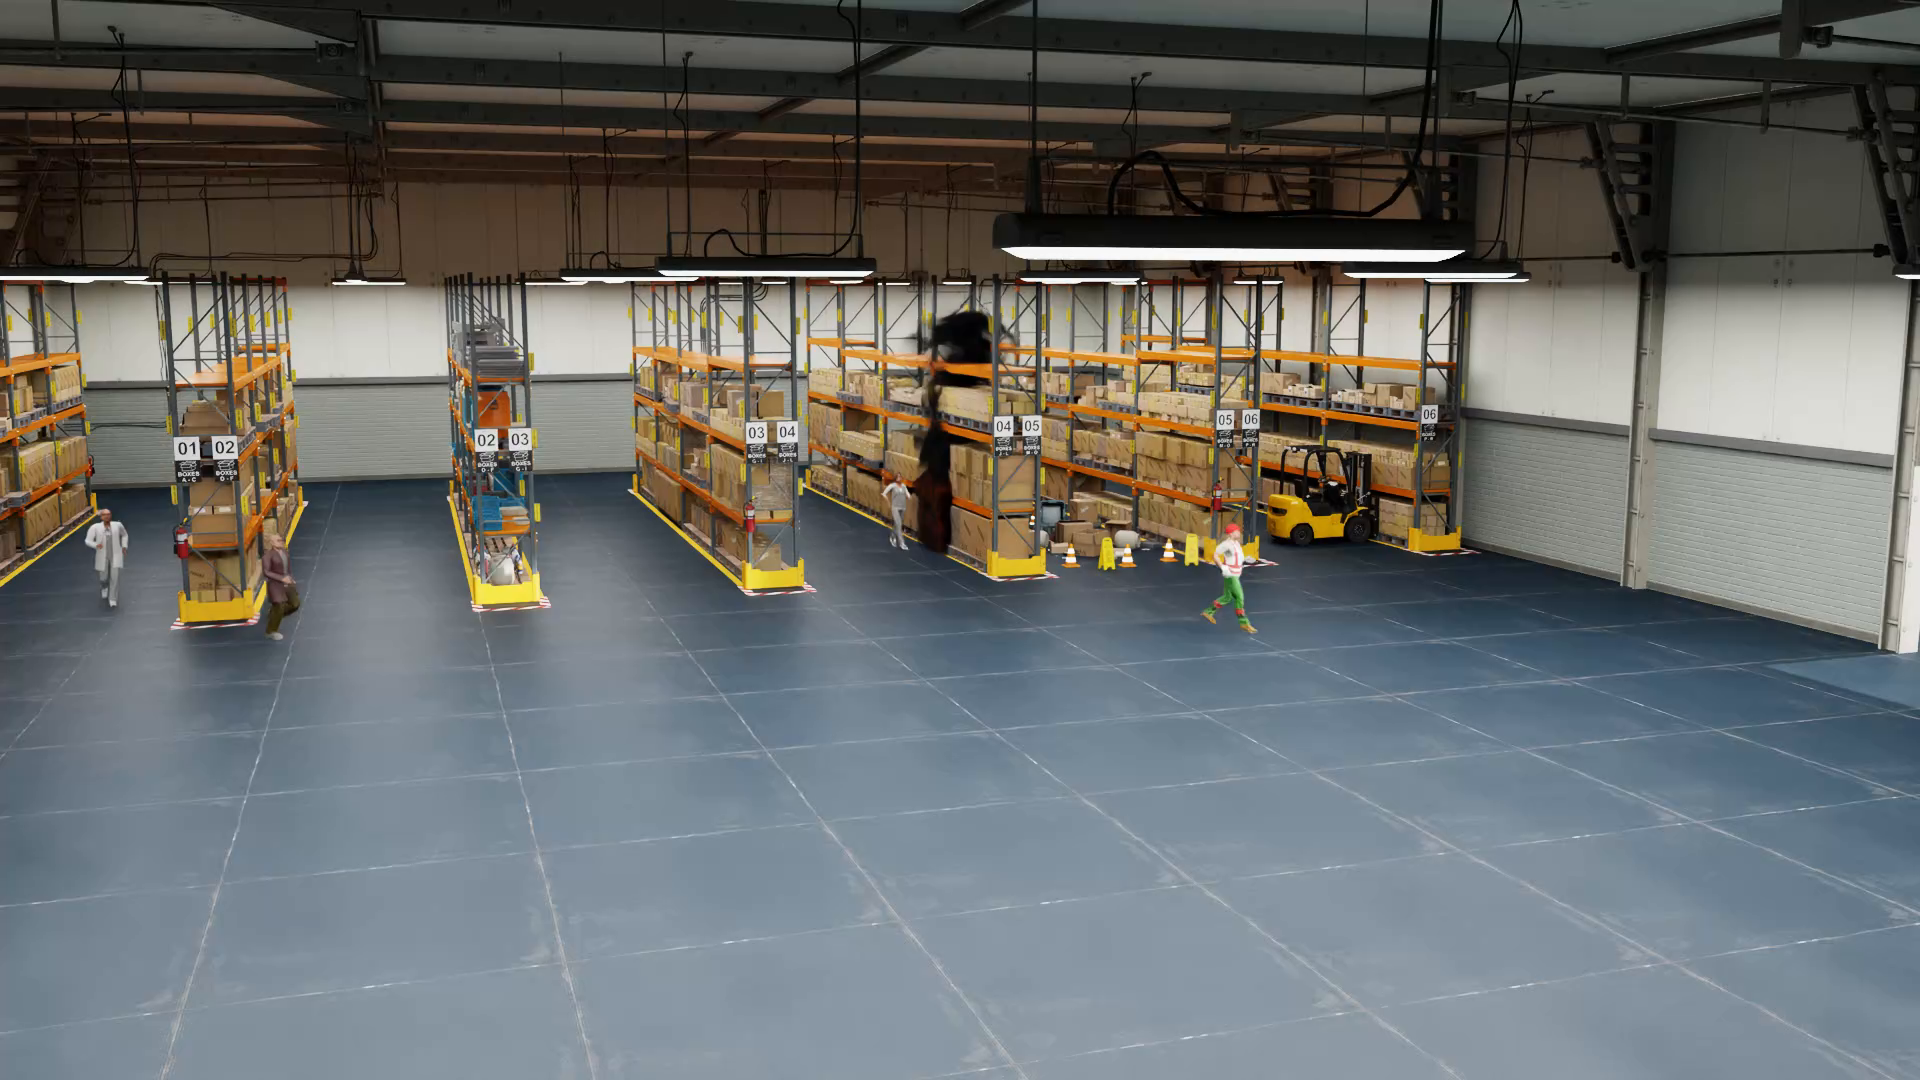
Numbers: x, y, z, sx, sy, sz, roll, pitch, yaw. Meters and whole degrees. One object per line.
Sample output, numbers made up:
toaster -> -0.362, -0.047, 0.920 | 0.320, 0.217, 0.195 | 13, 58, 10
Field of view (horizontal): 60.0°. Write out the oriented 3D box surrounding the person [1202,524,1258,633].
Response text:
person -> 4.553, 0.621, 27.937 | 0.979, 1.807, 0.651 | 3, 9, 22

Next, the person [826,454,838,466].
person -> -3.890, -2.724, 50.158 | 0.981, 1.780, 0.629 | -8, 12, -42

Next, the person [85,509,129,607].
person -> -15.499, 0.300, 30.271 | 0.718, 1.746, 0.834 | -5, 10, -31

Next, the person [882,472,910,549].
person -> -1.293, -0.626, 34.900 | 0.538, 1.614, 0.830 | -6, 10, -34

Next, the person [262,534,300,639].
person -> -11.143, 0.764, 27.323 | 0.694, 1.739, 0.740 | 3, 9, 18
